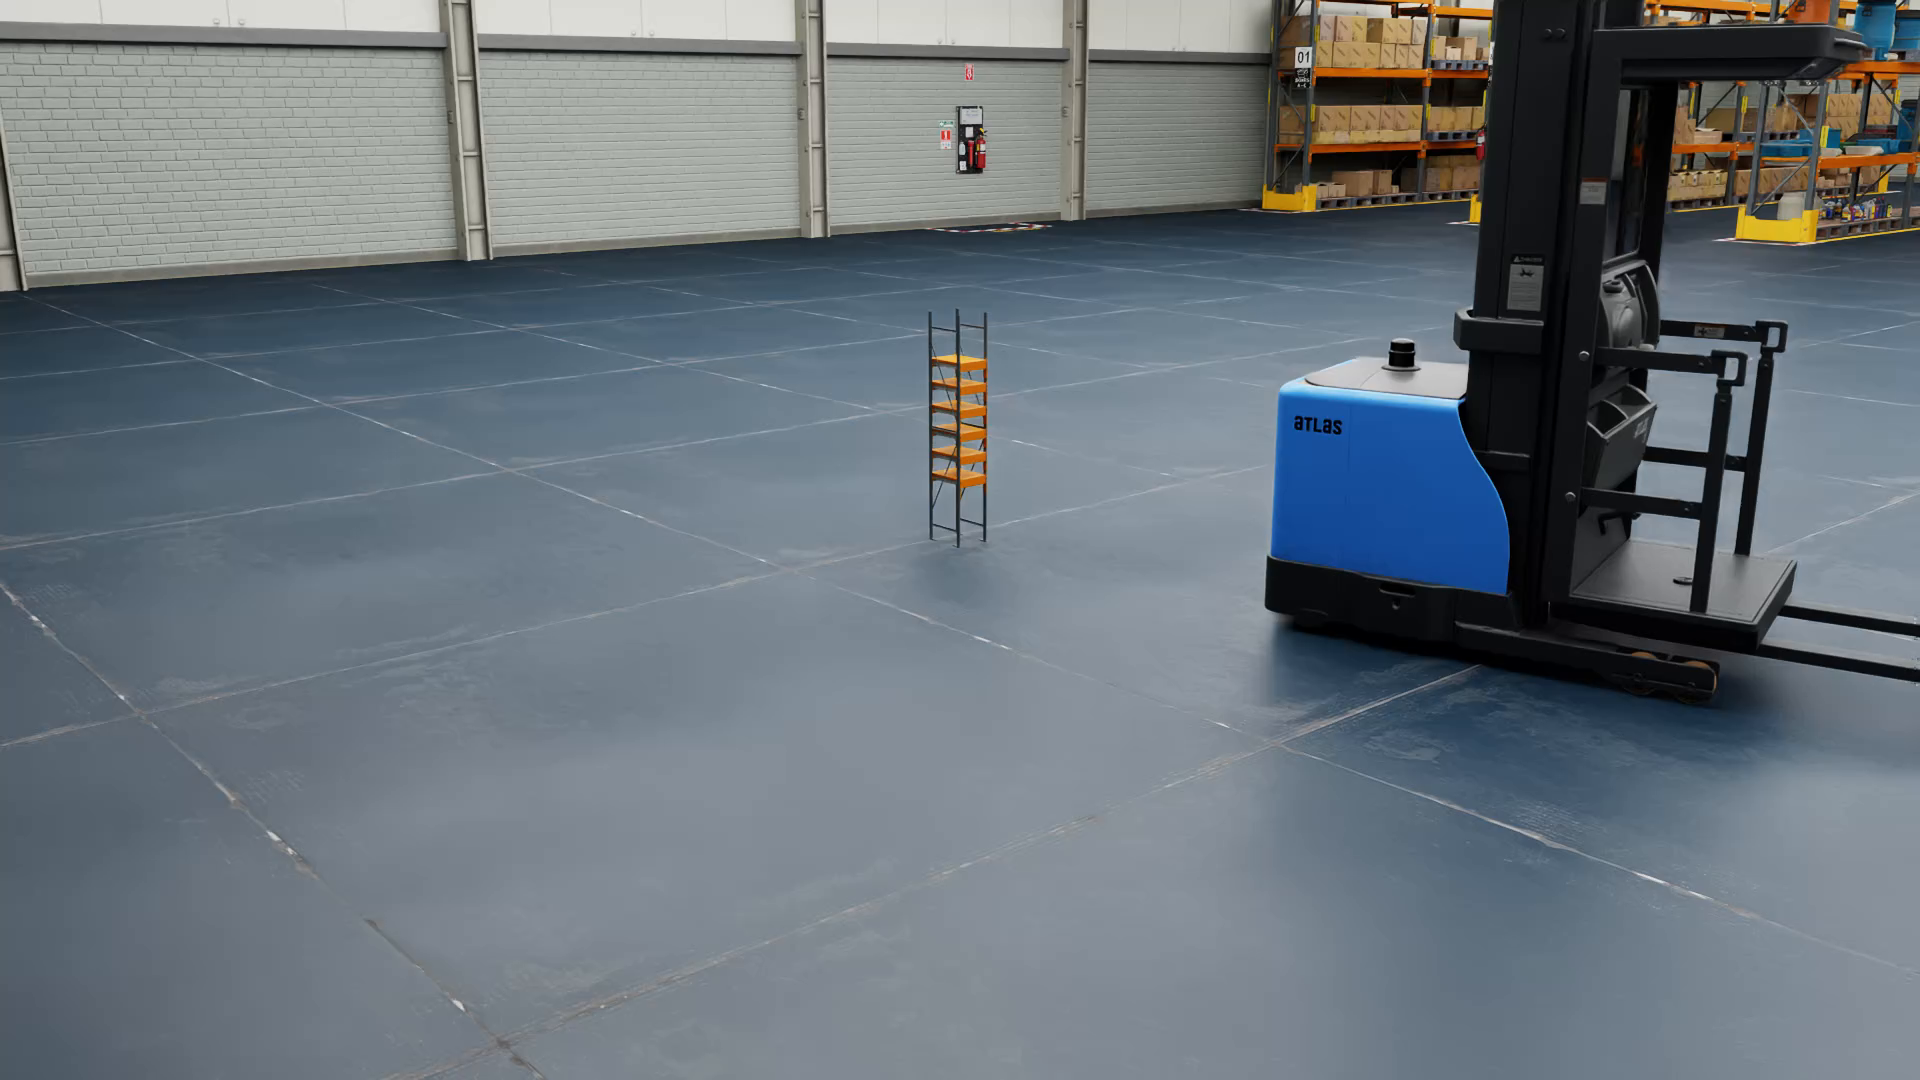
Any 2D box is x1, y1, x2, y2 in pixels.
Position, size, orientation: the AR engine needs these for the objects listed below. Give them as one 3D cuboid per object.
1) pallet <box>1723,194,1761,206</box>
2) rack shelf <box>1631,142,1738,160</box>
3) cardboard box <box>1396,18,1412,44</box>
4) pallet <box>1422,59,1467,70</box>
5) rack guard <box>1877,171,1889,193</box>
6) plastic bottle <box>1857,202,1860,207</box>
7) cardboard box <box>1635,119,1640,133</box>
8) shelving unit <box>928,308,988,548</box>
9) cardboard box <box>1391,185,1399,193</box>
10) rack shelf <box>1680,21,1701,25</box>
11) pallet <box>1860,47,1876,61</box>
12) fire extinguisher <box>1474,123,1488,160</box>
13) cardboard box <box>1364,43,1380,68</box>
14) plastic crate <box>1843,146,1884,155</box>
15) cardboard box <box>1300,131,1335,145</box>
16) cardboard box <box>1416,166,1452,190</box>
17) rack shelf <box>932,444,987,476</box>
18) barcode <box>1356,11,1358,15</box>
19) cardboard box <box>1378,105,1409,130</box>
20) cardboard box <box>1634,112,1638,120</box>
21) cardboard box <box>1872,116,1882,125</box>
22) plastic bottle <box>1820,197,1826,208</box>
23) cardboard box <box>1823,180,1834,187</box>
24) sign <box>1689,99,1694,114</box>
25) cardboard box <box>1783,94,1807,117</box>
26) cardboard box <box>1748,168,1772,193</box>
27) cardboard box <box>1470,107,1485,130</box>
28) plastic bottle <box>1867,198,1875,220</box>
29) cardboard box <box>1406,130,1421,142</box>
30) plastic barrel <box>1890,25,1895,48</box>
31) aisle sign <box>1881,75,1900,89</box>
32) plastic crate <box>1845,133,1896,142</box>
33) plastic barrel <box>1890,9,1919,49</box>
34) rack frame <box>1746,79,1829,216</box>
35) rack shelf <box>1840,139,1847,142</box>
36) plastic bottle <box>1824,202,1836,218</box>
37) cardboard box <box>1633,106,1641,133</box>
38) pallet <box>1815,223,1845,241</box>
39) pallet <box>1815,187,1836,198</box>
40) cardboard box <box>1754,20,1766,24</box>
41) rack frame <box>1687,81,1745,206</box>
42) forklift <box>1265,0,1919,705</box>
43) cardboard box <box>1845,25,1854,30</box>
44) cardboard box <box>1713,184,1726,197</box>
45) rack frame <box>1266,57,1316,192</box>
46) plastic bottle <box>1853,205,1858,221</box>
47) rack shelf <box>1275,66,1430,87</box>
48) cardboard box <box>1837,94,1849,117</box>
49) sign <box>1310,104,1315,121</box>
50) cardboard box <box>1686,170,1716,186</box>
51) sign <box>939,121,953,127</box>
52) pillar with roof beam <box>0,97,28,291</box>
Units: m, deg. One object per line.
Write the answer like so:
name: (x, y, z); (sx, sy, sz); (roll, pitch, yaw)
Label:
pallet: (16.569, -7.391, 36.010); (1.213, 0.211, 1.003); (-13, 19, -39)
rack shelf: (14.472, -7.932, 34.029); (4.000, 0.370, 1.077); (-13, 19, -39)
cardboard box: (9.100, -10.662, 34.871); (0.500, 0.500, 0.500); (-11, 19, -36)
pallet: (10.245, -10.347, 36.226); (1.003, 0.211, 1.213); (-13, 19, -39)
rack guard: (21.959, -8.754, 40.552); (0.348, 0.500, 1.175); (-13, 19, -39)
plastic bottle: (15.332, -5.618, 28.381); (0.133, 0.283, 0.061); (-13, 19, -39)
cardboard box: (13.951, -8.206, 33.464); (0.500, 0.500, 0.500); (-11, 18, -35)
shelving unit: (-0.011, -0.577, 8.586); (0.189, 1.200, 0.258); (-13, 19, -39)
cardboard box: (9.325, -7.652, 36.223); (0.380, 0.166, 0.250); (13, 20, 40)
rack shelf: (17.253, -12.957, 41.988); (4.000, 0.370, 1.077); (-13, 19, -39)
pallet: (13.883, -7.778, 26.609); (1.213, 0.211, 1.003); (-13, 19, -39)
fire extinguisher: (9.552, -7.297, 30.404); (0.183, 0.674, 0.296); (-13, 19, -39)
cardboard box: (8.316, -10.010, 34.368); (0.500, 0.500, 0.500); (-11, 19, -36)
plastic crate: (15.154, -6.524, 27.874); (0.437, 0.136, 0.530); (-13, 19, -39)
cardboard box: (7.268, -8.185, 33.833); (0.500, 0.250, 0.500); (-13, 20, -41)
cardboard box: (10.610, -8.135, 37.384); (0.500, 0.500, 0.700); (-13, 20, -40)
rack shelf: (-0.011, -0.418, 8.628); (0.180, 0.103, 0.258); (-13, 19, -39)
barcode: (8.378, -11.120, 35.075); (0.075, 0.075, 0.001); (-13, 19, -39)
cardboard box: (9.183, -8.978, 35.349); (0.500, 0.500, 0.500); (-13, 20, -40)
cardboard box: (12.899, -8.215, 32.242); (0.250, 0.149, 0.380); (-13, 20, -39)
cardboard box: (21.468, -9.805, 39.451); (0.500, 0.500, 0.500); (-12, 19, -39)
plastic bottle: (14.868, -5.749, 28.741); (0.185, 0.351, 0.144); (-13, 20, -40)
cardboard box: (20.103, -8.318, 38.714); (0.250, 0.166, 0.380); (-13, 19, -39)
sign: (15.618, -9.244, 35.454); (0.005, 0.325, 0.100); (-13, 19, -39)
cardboard box: (19.210, -9.964, 38.108); (0.500, 0.500, 0.500); (-13, 19, -39)
cardboard box: (17.285, -7.819, 36.201); (0.500, 0.500, 0.500); (-13, 20, -40)
cardboard box: (11.453, -9.546, 37.631); (0.500, 0.500, 0.700); (-13, 19, -39)
plastic bottle: (15.527, -5.657, 28.395); (0.185, 0.351, 0.144); (-13, 20, -40)
cardboard box: (9.551, -8.703, 35.771); (0.500, 0.250, 0.500); (-13, 19, -39)
plastic barrel: (15.758, -8.648, 28.469); (0.421, 0.512, 0.421); (0, 15, 0)
aisle sign: (22.269, -11.182, 39.762); (0.004, 0.787, 0.394); (-13, 19, -39)
plastic crate: (15.734, -6.882, 28.823); (0.504, 0.338, 0.767); (-13, 19, -39)
plastic barrel: (16.453, -8.796, 29.084); (0.708, 0.901, 0.600); (-13, 19, -39)
rack frame: (13.195, -6.299, 26.518); (0.127, 3.000, 1.000); (-13, 19, -39)
rack shelf: (20.507, -9.288, 39.102); (4.000, 0.370, 1.077); (-13, 19, -39)
plastic bottle: (14.984, -5.688, 28.659); (0.135, 0.276, 0.152); (-13, 19, -39)
cardboard box: (16.718, -10.616, 42.101); (0.700, 0.700, 0.980); (-13, 20, -41)
pallet: (13.838, -5.110, 27.472); (1.213, 0.211, 1.003); (-13, 19, -39)
pallet: (19.517, -8.065, 38.536); (1.213, 0.211, 1.003); (-13, 19, -39)
cardboard box: (16.699, -10.758, 35.271); (0.500, 0.500, 0.500); (-13, 19, -39)
rack frame: (15.981, -8.619, 35.204); (0.127, 3.000, 1.000); (-13, 19, -39)
forklift: (2.862, -0.940, 6.588); (3.031, 2.935, 1.130); (10, 18, 32)
cardboard box: (19.811, -11.424, 37.762); (0.500, 0.500, 0.700); (-13, 19, -39)
cardboard box: (15.744, -7.357, 34.993); (0.500, 0.250, 0.500); (-12, 19, -38)
rack frame: (6.691, -8.227, 33.738); (0.127, 3.000, 1.000); (-13, 19, -39)
plastic bottle: (15.026, -5.498, 27.953); (0.097, 0.271, 0.097); (0, 15, 0)
rack shelf: (8.200, -9.668, 34.713); (4.000, 0.370, 1.077); (-13, 19, -39)
cardboard box: (19.928, -9.940, 38.020); (0.500, 0.500, 0.500); (-13, 20, -41)
sign: (7.048, -8.540, 33.231); (0.005, 0.325, 0.100); (-13, 19, -39)
cardboard box: (15.360, -7.538, 34.586); (0.500, 0.311, 0.500); (-13, 20, -40)
sign: (-0.239, -7.285, 29.116); (0.331, 0.109, 0.001); (-13, 19, -39)
pillar with roof beam: (-8.628, -6.509, 15.680); (0.400, 9.000, 9.100); (-13, 19, -39)
